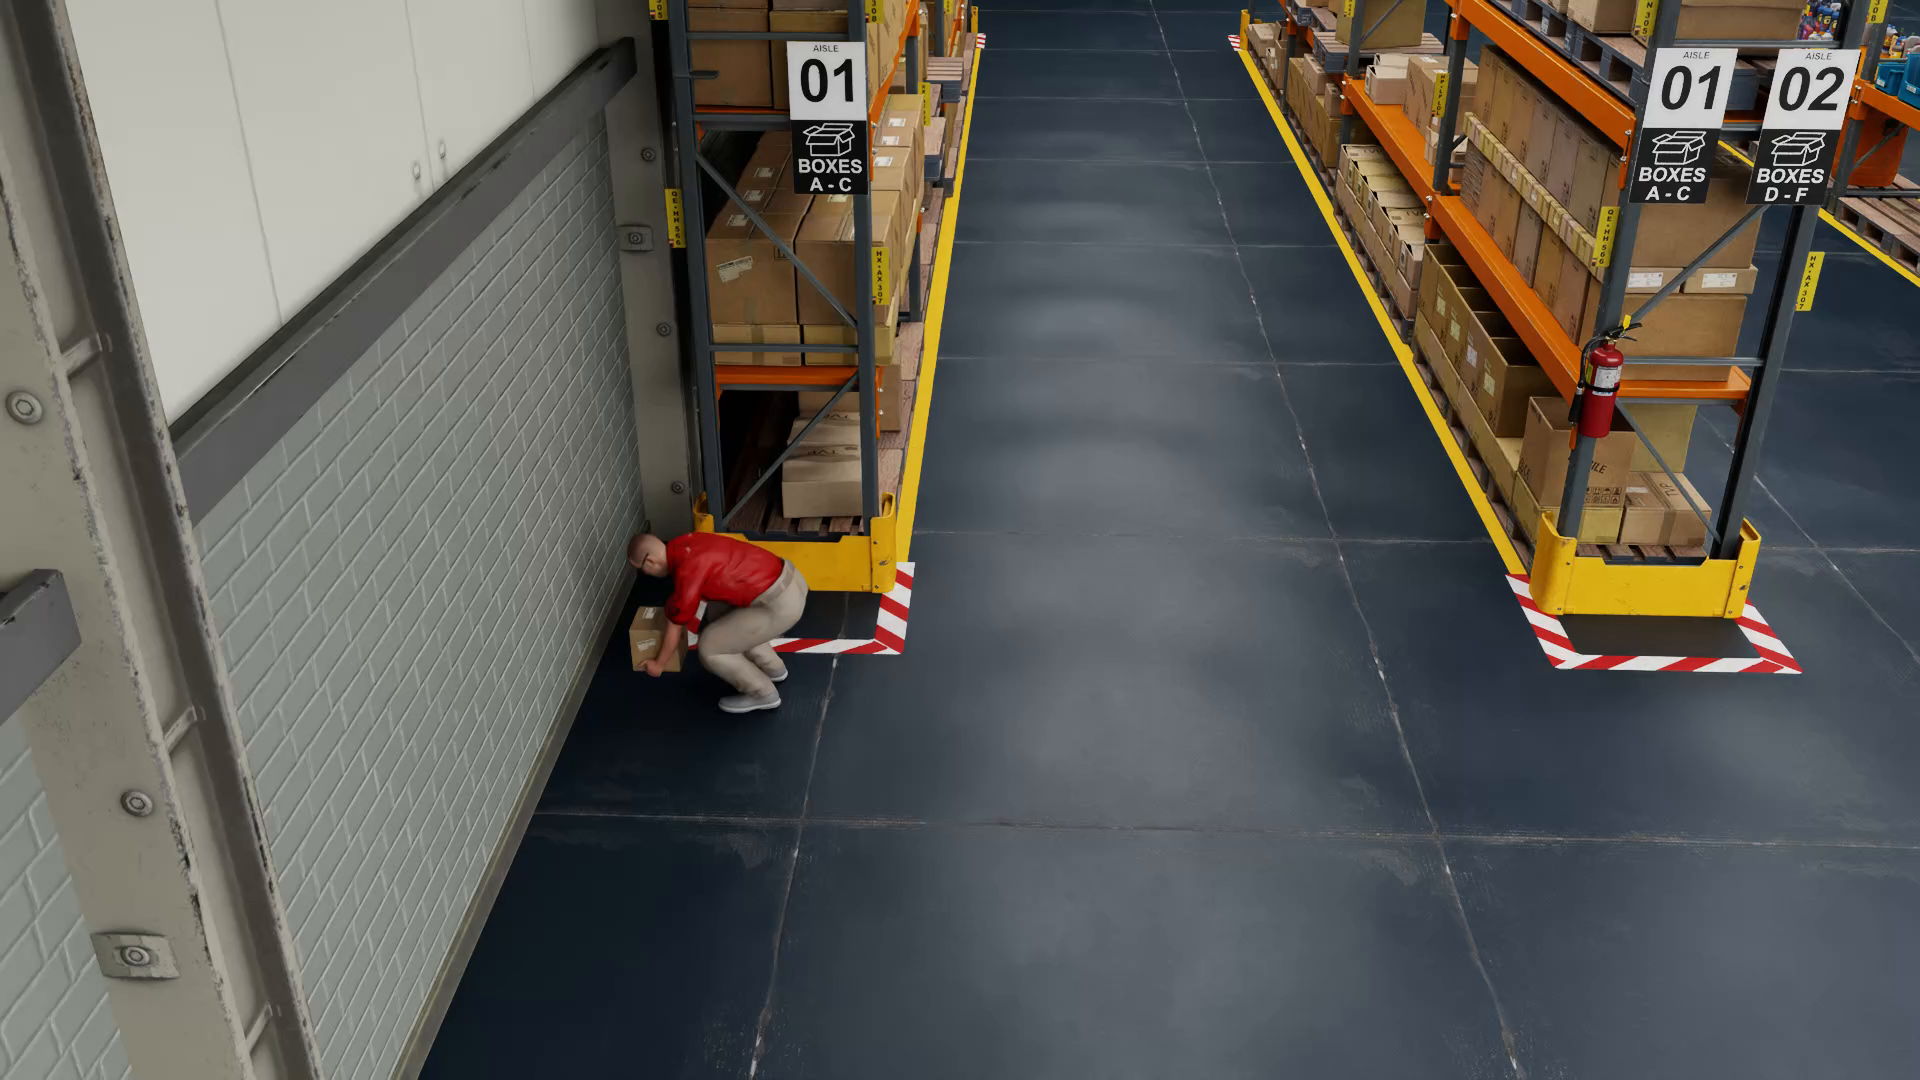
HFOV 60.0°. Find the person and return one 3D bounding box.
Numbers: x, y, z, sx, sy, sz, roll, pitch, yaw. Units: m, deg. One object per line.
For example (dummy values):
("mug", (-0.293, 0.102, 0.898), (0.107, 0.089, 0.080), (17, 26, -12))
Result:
("person", (-1.250, 0.392, 8.711), (0.904, 0.975, 0.537), (0, 28, 0))
